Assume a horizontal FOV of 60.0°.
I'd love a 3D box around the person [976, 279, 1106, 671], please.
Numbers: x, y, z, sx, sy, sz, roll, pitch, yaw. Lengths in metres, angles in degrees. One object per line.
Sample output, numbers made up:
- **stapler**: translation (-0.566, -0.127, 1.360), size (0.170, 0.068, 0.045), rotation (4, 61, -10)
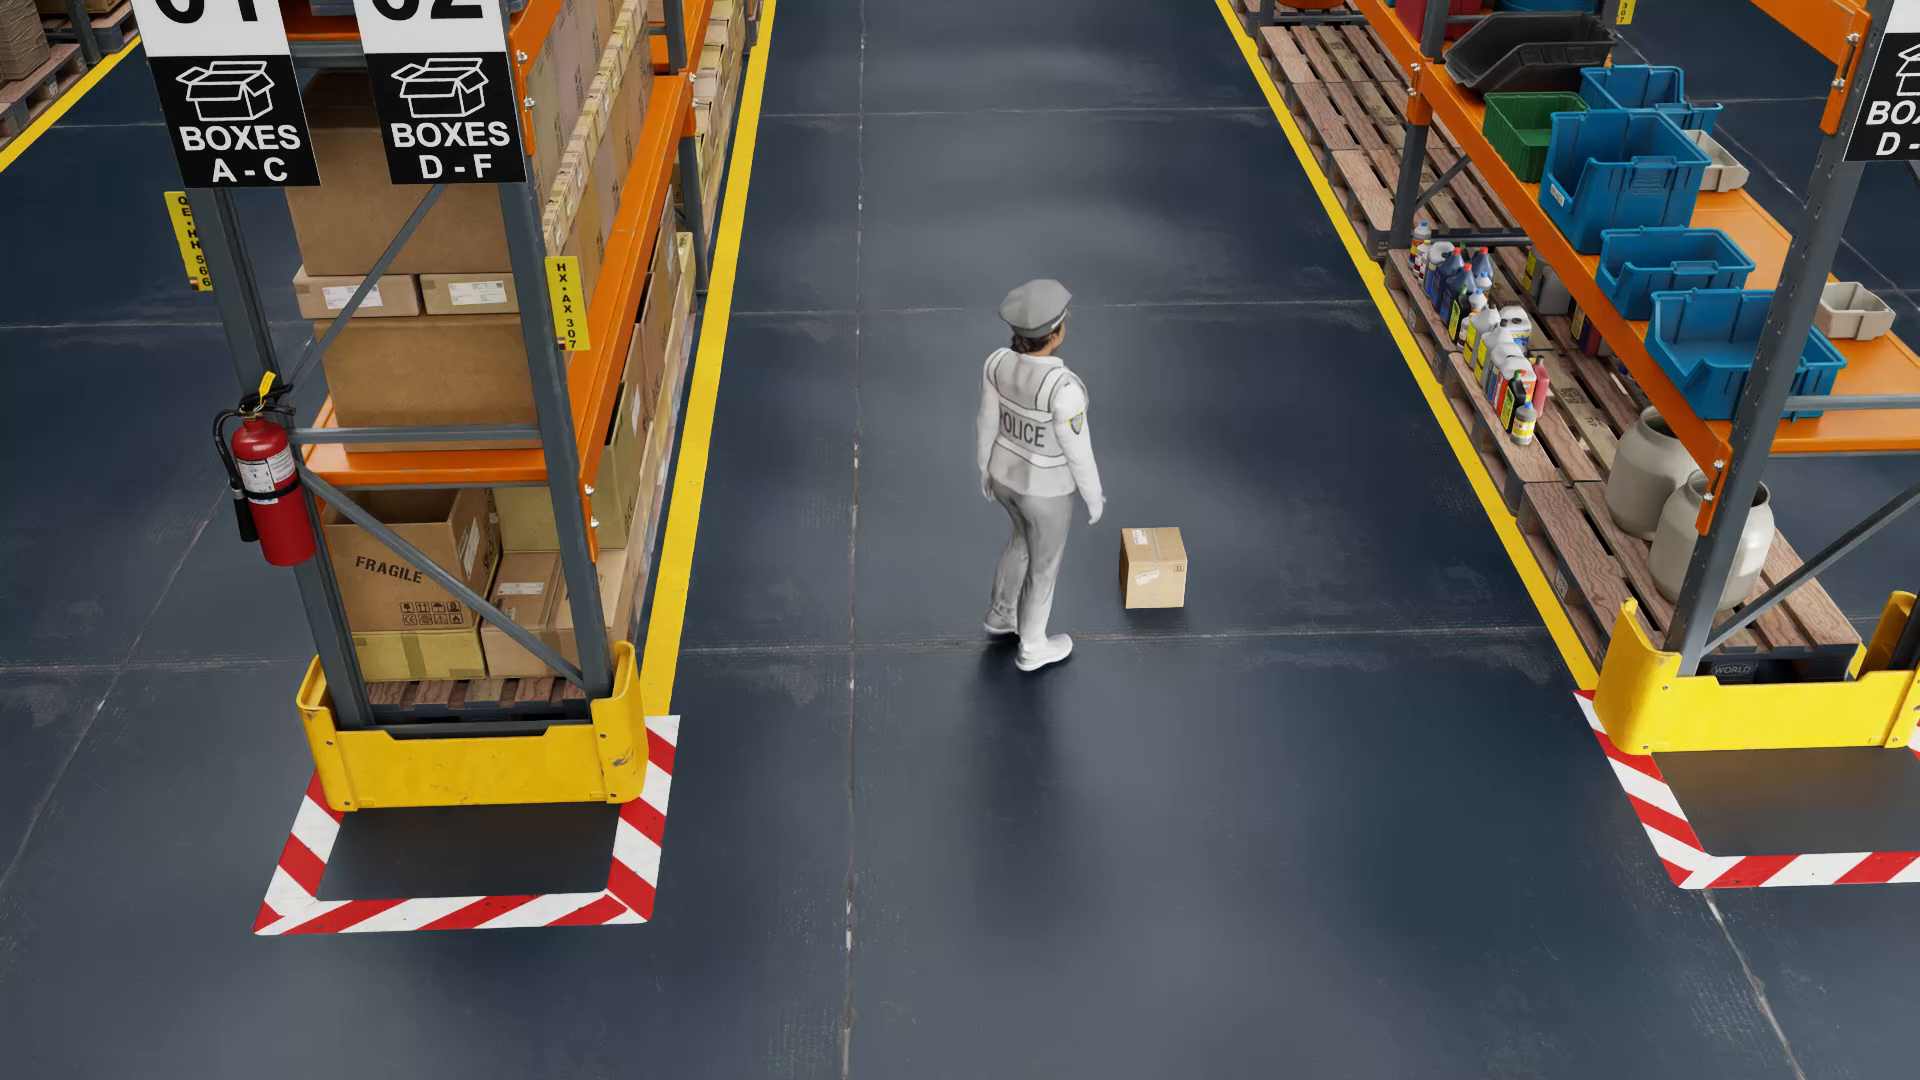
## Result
- **person**: translation (0.303, -0.218, 6.421), size (0.353, 1.692, 0.511), rotation (-27, 44, -33)
